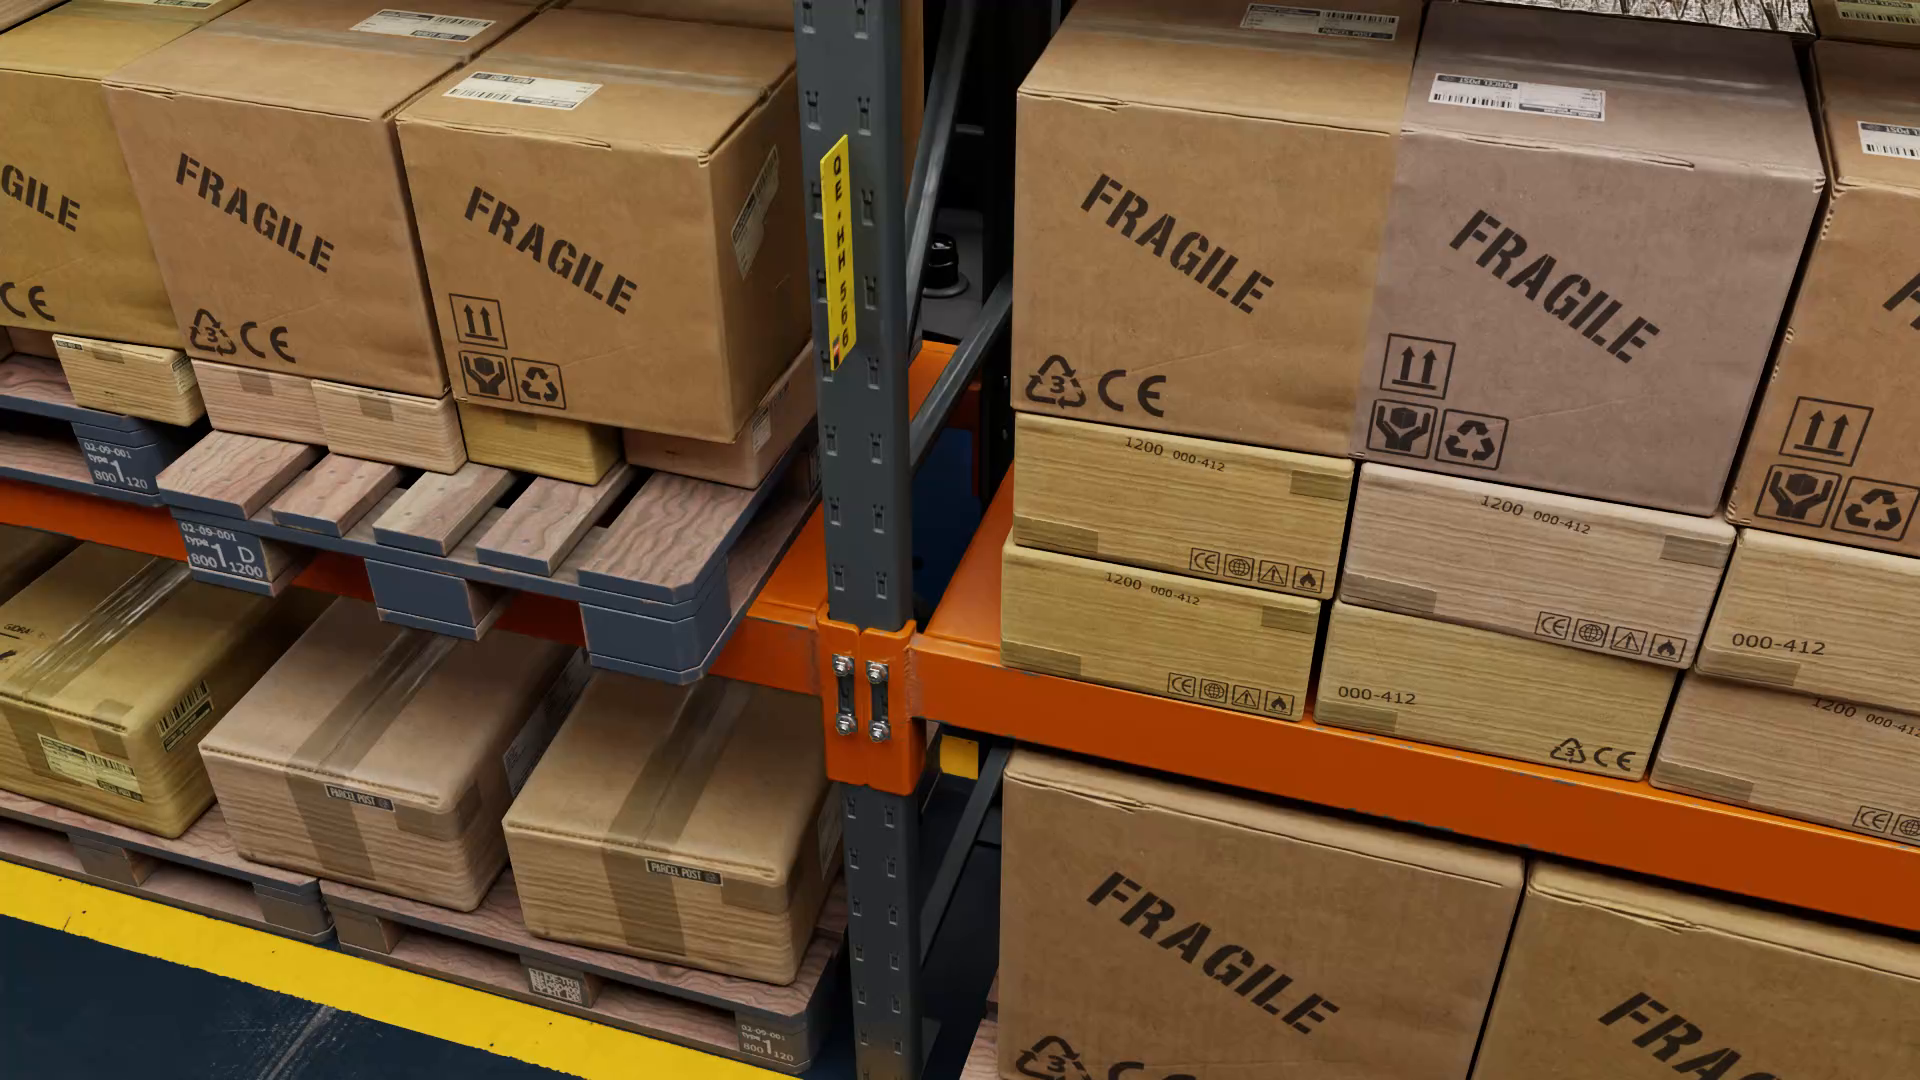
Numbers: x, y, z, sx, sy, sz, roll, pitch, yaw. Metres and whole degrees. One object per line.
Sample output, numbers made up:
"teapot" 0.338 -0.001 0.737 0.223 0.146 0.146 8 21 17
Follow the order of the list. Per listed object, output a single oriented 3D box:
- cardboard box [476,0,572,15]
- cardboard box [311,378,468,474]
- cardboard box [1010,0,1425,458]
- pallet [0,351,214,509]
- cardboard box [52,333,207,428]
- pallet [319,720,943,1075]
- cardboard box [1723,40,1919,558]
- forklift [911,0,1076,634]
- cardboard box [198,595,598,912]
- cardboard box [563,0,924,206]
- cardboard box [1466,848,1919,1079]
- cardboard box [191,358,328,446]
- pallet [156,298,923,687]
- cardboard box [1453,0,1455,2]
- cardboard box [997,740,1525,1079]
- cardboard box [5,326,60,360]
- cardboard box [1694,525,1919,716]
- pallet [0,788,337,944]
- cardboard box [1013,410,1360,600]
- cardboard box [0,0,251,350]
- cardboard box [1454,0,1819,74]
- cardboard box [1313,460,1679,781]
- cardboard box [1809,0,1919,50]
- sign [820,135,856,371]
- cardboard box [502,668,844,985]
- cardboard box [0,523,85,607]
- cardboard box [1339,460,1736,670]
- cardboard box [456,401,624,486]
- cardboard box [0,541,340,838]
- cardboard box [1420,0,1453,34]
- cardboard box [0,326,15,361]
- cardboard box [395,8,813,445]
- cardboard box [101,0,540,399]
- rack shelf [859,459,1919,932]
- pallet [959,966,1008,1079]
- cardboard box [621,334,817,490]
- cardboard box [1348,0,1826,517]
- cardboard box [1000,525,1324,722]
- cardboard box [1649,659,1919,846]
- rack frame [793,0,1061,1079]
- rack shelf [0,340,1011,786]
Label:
"cardboard box" -0.877 -0.906 3.260 0.500 0.500 0.500 12 38 16
"cardboard box" -0.932 -0.296 2.980 0.250 0.149 0.380 10 38 14
"cardboard box" 0.381 -0.495 2.465 0.500 0.500 0.500 9 37 12
"pallet" -1.919 -0.527 3.598 1.213 0.211 1.003 10 38 14
"cardboard box" -1.436 -0.386 3.102 0.250 0.149 0.380 11 38 15
"pallet" -0.763 0.706 4.112 1.213 0.211 1.003 10 38 14
"cardboard box" 1.346 -0.313 2.217 0.500 0.500 0.500 12 38 15
"forklift" 0.258 -1.584 4.929 1.130 2.935 3.031 10 38 13
"cardboard box" -1.260 0.380 4.066 0.625 0.372 0.950 10 37 13
"cardboard box" -0.378 -0.818 3.141 0.500 0.500 0.500 9 37 13
"cardboard box" 1.467 0.738 3.155 0.875 0.875 0.875 11 38 14
"cardboard box" -1.169 -0.345 3.046 0.250 0.149 0.380 9 37 12
"pallet" -0.729 -0.266 3.243 1.003 0.211 1.213 10 38 14
"cardboard box" 1.948 -2.302 6.969 0.500 0.250 0.500 9 37 12
"cardboard box" 0.617 0.578 3.373 0.875 0.875 0.875 10 38 13
"cardboard box" -1.639 -0.502 3.259 0.250 0.149 0.380 11 38 14
"cardboard box" 1.358 -0.002 2.428 0.500 0.250 0.500 10 38 14
"pallet" -1.923 0.489 4.407 1.213 0.211 1.003 10 38 14
"cardboard box" 0.393 -0.190 2.682 0.500 0.250 0.500 10 38 14
"cardboard box" -1.513 -0.704 2.986 0.500 0.500 0.500 8 37 11
"cardboard box" 1.046 -0.691 2.731 0.500 0.500 0.500 11 38 15
"cardboard box" 0.870 0.092 2.721 0.500 0.250 0.500 9 37 13
"cardboard box" 1.519 -0.600 2.607 0.500 0.500 0.500 11 38 14
"sign" -0.170 -0.404 2.358 0.005 0.325 0.100 10 38 14
"cardboard box" -0.554 0.506 3.895 0.625 0.372 0.950 8 37 11
"cardboard box" -2.647 0.121 4.418 0.625 0.372 0.950 13 38 17
"cardboard box" 0.886 -0.098 2.557 0.500 0.250 0.500 11 38 15
"cardboard box" -0.678 -0.277 2.954 0.250 0.149 0.380 11 38 15
"cardboard box" -1.982 0.243 4.252 0.625 0.372 0.950 12 38 15
"cardboard box" 0.554 -0.777 2.848 0.500 0.500 0.500 10 37 13
"cardboard box" -1.903 -0.500 3.256 0.250 0.149 0.380 9 37 12
"cardboard box" -0.534 -0.530 2.750 0.500 0.500 0.500 9 37 13
"cardboard box" -1.031 -0.615 2.866 0.500 0.500 0.500 10 38 13
"rack shelf" 1.892 0.365 2.830 4.000 0.370 1.077 10 38 14
"pallet" 0.713 1.027 3.676 1.213 0.211 1.003 10 38 14
"cardboard box" -0.400 -0.271 2.945 0.250 0.149 0.380 12 38 16
"cardboard box" 0.857 -0.413 2.353 0.500 0.500 0.500 11 38 14
"cardboard box" 0.375 0.011 2.831 0.500 0.250 0.500 10 37 13
"cardboard box" 1.369 0.188 2.590 0.500 0.250 0.500 12 38 15
"rack frame" -0.017 -0.278 3.097 0.127 3.000 1.000 10 38 14
"rack shelf" -1.926 -0.342 3.791 4.000 0.370 1.077 10 38 14
